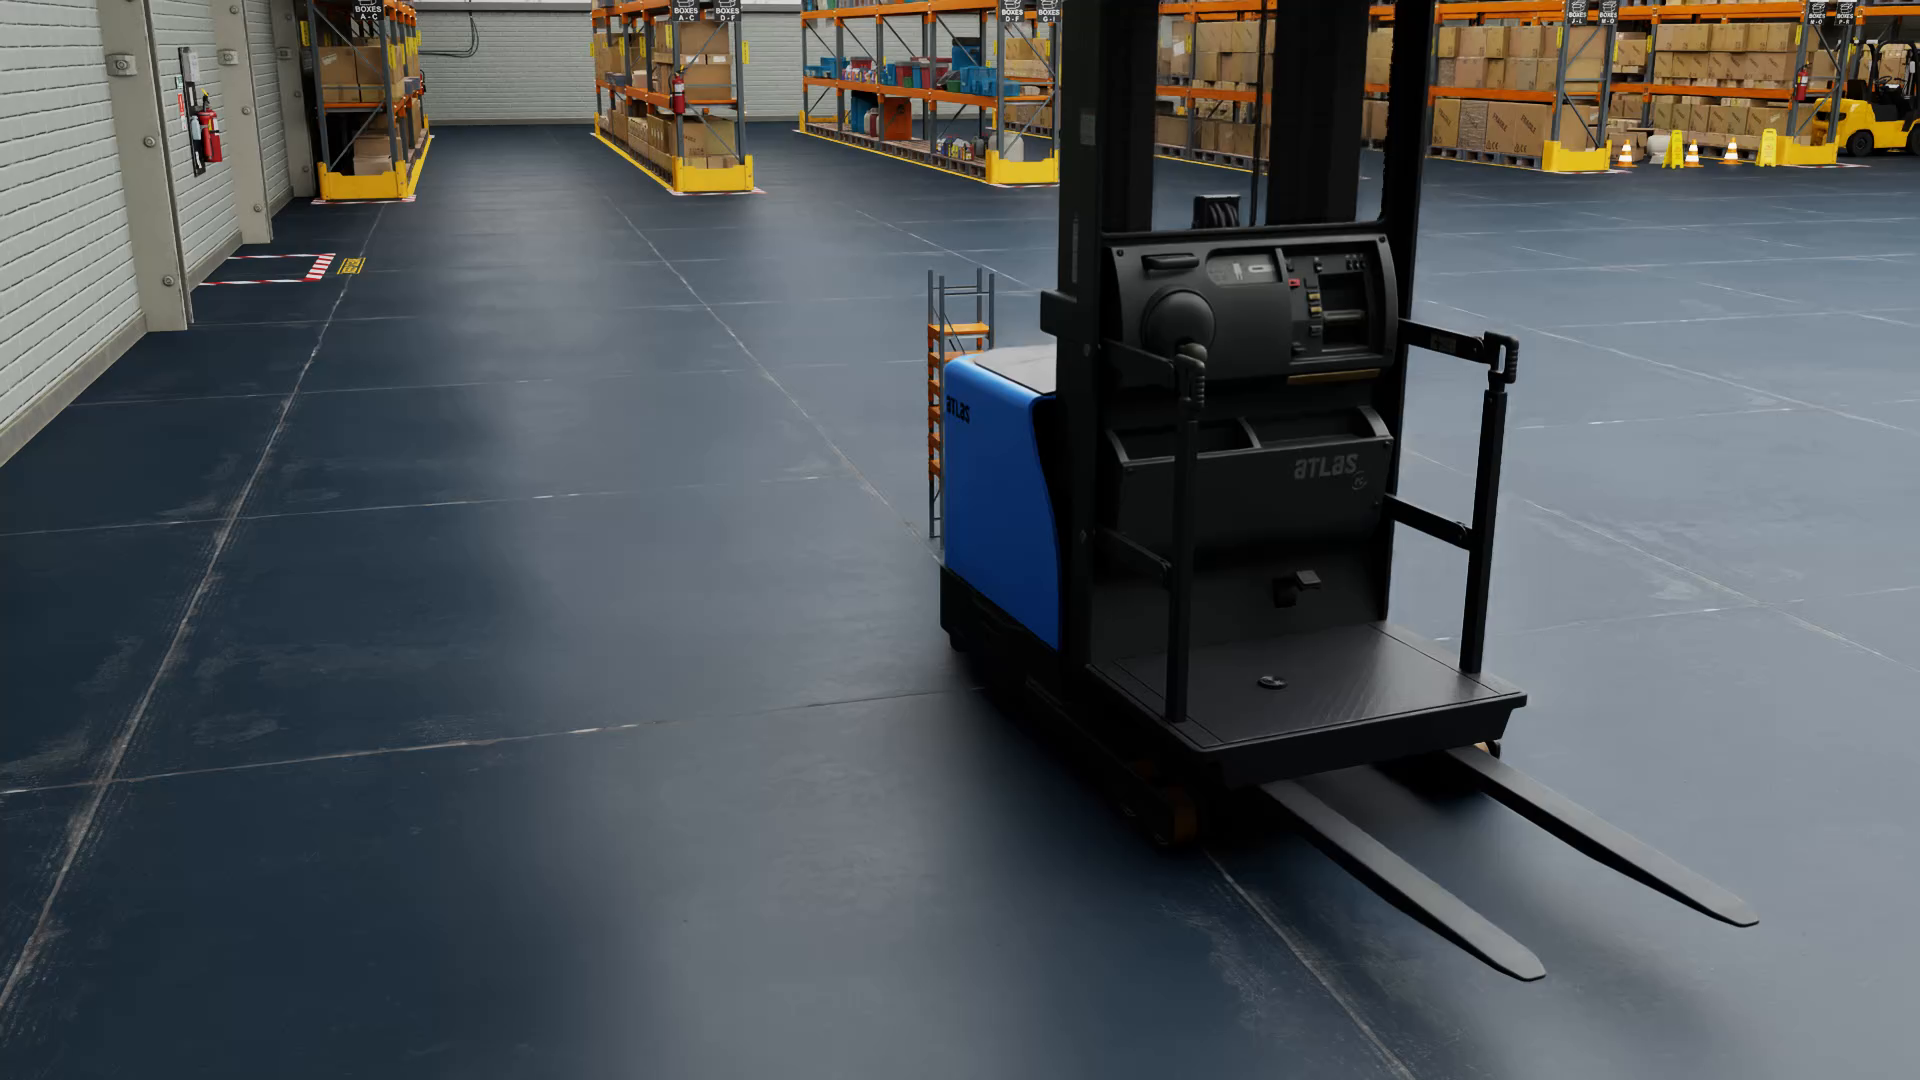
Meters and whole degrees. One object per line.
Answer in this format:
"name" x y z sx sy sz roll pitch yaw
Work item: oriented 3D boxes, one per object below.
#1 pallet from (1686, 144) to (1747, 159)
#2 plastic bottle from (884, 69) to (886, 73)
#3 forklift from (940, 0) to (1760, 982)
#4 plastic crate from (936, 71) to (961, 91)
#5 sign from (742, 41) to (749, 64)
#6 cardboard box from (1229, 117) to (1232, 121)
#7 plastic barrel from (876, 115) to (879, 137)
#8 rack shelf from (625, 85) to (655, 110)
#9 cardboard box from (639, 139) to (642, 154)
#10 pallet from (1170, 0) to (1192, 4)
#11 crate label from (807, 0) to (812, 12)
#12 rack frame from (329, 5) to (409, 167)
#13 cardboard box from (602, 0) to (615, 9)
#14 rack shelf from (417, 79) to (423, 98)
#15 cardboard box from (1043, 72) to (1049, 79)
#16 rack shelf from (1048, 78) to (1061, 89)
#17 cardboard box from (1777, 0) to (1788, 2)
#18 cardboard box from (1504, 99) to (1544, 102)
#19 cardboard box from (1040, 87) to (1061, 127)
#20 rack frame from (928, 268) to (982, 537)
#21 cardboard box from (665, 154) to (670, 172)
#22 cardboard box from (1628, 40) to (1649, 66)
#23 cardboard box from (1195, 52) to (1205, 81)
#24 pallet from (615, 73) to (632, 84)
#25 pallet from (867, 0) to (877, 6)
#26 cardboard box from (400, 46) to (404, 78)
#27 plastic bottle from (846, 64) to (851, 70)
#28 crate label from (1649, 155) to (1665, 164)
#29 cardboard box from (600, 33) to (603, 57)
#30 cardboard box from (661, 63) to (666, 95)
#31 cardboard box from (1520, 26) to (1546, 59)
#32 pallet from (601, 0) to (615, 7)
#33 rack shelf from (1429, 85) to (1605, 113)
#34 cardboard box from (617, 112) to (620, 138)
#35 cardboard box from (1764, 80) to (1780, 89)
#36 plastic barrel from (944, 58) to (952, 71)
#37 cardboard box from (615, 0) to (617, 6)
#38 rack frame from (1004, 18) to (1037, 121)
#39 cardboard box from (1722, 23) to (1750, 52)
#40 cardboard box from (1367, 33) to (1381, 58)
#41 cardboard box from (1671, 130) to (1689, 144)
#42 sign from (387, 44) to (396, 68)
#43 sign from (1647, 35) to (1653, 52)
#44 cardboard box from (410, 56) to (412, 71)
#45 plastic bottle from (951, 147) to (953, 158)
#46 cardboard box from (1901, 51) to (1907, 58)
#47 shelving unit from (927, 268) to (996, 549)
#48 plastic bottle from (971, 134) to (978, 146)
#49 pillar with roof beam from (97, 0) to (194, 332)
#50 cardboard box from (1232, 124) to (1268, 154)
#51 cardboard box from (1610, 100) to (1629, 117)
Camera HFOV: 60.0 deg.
"pallet" 14.813 -7.505 32.071 1.003 0.211 1.213 -5 17 -15
"plastic bottle" -1.589 -9.898 35.412 0.097 0.271 0.097 0 17 0
"forklift" 0.949 -0.690 4.655 1.130 2.935 3.031 -7 18 -21
"plastic crate" -0.013 -8.002 28.986 0.767 0.338 0.504 -5 17 -15
"sign" -3.164 -7.185 24.514 0.100 0.325 0.005 -5 17 -15
"cardboard box" 6.765 -10.219 40.484 0.380 0.149 0.250 -5 18 -17
"plastic barrel" -1.526 -8.586 34.416 0.421 0.512 0.421 0 17 0
"rack shelf" -5.348 -8.005 30.138 1.077 0.370 4.000 -5 17 -15
"cardboard box" -5.469 -7.054 29.770 0.500 0.250 0.500 -4 17 -14
"pallet" 4.660 -10.104 30.988 1.213 0.211 1.003 -5 17 -15
"crate label" -3.390 -12.591 39.198 0.408 0.251 0.502 -5 17 -15
"rack frame" -9.560 -7.404 26.885 1.000 3.000 0.127 -5 17 -15
"cardboard box" -7.386 -11.487 35.527 0.500 0.250 0.500 -5 17 -15
"rack shelf" -12.308 -9.825 36.197 1.077 0.370 4.000 -5 17 -15
"cardboard box" 2.130 -10.729 38.394 0.380 0.149 0.250 -5 17 -15
"rack shelf" 3.079 -9.894 36.425 1.077 0.370 4.000 -5 17 -15
"cardboard box" 14.888 -9.715 29.801 0.380 0.149 0.250 -5 17 -15
"cardboard box" 13.047 -9.850 37.991 0.875 0.875 0.875 -5 17 -16
"cardboard box" 2.425 -10.164 39.037 0.875 0.875 0.875 -5 17 -15
"rack frame" -0.021 -0.596 7.350 0.240 1.200 0.006 -5 17 -15
"cardboard box" -4.280 -5.836 25.718 0.500 0.250 0.500 -5 17 -15
"cardboard box" 13.908 -9.863 33.652 0.500 0.500 0.500 -5 17 -16
"cardboard box" 4.792 -8.639 30.308 0.875 0.500 0.500 -5 17 -15
"pallet" -6.437 -9.348 33.693 1.003 0.211 1.213 -5 17 -15
"pallet" -1.250 -10.859 33.502 1.003 0.211 1.213 -5 17 -15
"cardboard box" -9.133 -7.594 26.442 0.500 0.500 0.500 -5 17 -15
"plastic bottle" -2.437 -10.242 36.420 0.144 0.351 0.185 -5 17 -15
"crate label" 12.747 -6.932 30.292 0.298 0.136 0.250 16 23 42
"cardboard box" -7.667 -10.936 36.734 0.500 0.500 0.500 -5 17 -15
"cardboard box" -4.519 -7.577 27.287 0.700 0.500 0.500 -5 17 -16
"cardboard box" 10.319 -8.676 28.982 0.875 0.550 0.550 -5 17 -15
"pallet" -6.597 -10.883 33.582 1.213 0.211 1.003 -5 17 -15
"rack shelf" 10.074 -8.045 30.271 1.077 0.370 4.000 -5 17 -15
"cardboard box" -6.811 -8.584 34.396 0.500 0.500 0.500 -4 17 -15
"cardboard box" 14.870 -8.283 30.250 0.380 0.149 0.250 -5 17 -16
"plastic barrel" -0.087 -8.534 30.412 0.433 0.535 0.433 0 17 0
"cardboard box" -6.333 -10.790 32.771 0.910 0.500 0.500 -5 17 -15
"rack frame" 1.430 -11.898 41.847 1.000 3.000 0.127 -5 17 -15
"cardboard box" 14.634 -9.322 30.844 0.700 0.500 0.500 -5 17 -16
"cardboard box" 8.822 -10.169 34.181 0.700 0.500 0.500 -5 17 -16
"cardboard box" 14.316 -7.915 32.637 0.500 0.250 0.500 -4 17 -12
"sign" -7.939 -6.755 23.220 0.100 0.325 0.005 -5 17 -15
"sign" 13.723 -9.872 33.089 0.100 0.325 0.005 -5 17 -15
"cardboard box" -10.817 -9.147 31.965 0.500 0.500 0.500 -5 17 -16
"plastic bottle" -0.105 -6.669 28.539 0.097 0.201 0.097 0 17 0
"cardboard box" 19.100 -9.717 33.285 0.380 0.149 0.250 -5 17 -16
"shelving unit" 0.004 -0.571 7.266 0.258 1.200 0.189 -5 17 -15
"plastic bottle" 0.281 -6.962 29.255 0.144 0.351 0.185 -5 17 -15
"pillar with roof beam" -2.048 -6.317 12.839 9.100 9.000 0.400 -5 17 -15
"cardboard box" 5.210 -7.145 29.640 0.500 0.500 0.500 -6 18 -20
"cardboard box" 16.746 -10.821 41.876 0.500 0.500 0.500 -4 17 -13
